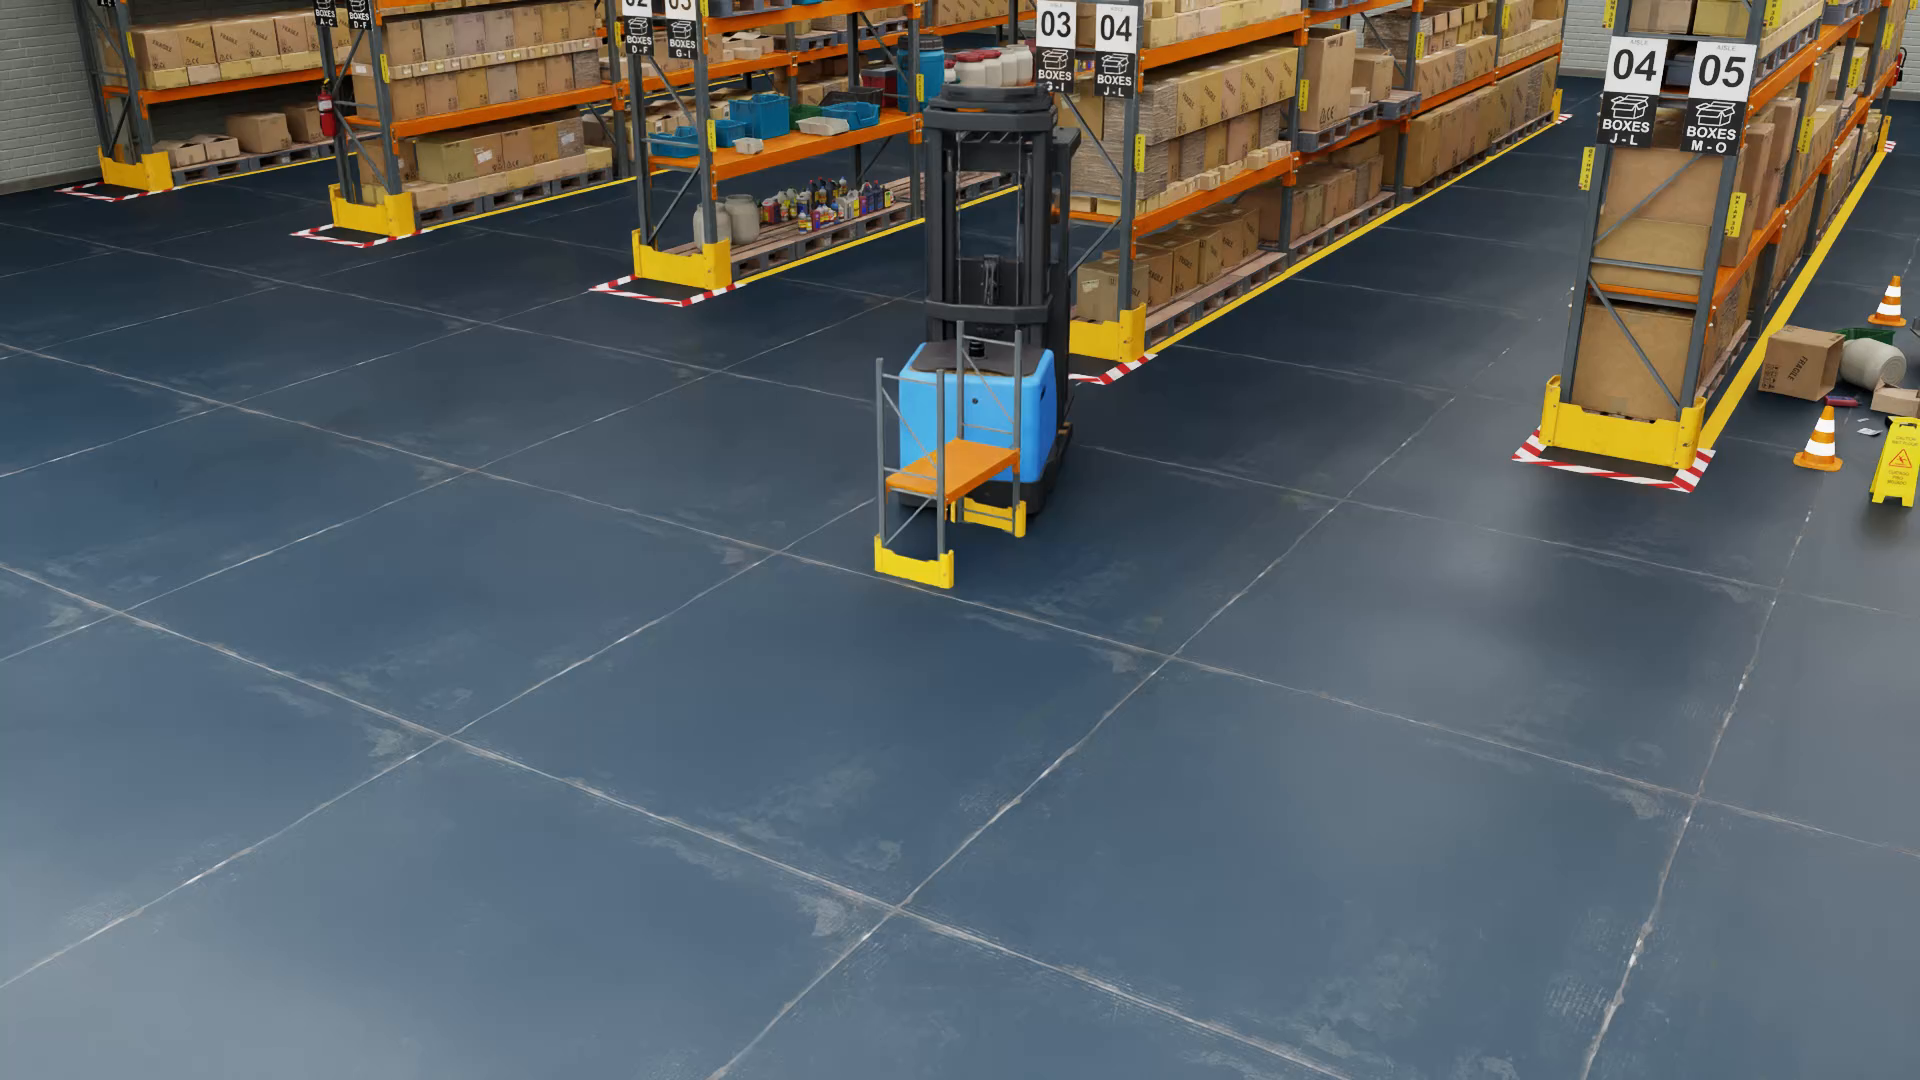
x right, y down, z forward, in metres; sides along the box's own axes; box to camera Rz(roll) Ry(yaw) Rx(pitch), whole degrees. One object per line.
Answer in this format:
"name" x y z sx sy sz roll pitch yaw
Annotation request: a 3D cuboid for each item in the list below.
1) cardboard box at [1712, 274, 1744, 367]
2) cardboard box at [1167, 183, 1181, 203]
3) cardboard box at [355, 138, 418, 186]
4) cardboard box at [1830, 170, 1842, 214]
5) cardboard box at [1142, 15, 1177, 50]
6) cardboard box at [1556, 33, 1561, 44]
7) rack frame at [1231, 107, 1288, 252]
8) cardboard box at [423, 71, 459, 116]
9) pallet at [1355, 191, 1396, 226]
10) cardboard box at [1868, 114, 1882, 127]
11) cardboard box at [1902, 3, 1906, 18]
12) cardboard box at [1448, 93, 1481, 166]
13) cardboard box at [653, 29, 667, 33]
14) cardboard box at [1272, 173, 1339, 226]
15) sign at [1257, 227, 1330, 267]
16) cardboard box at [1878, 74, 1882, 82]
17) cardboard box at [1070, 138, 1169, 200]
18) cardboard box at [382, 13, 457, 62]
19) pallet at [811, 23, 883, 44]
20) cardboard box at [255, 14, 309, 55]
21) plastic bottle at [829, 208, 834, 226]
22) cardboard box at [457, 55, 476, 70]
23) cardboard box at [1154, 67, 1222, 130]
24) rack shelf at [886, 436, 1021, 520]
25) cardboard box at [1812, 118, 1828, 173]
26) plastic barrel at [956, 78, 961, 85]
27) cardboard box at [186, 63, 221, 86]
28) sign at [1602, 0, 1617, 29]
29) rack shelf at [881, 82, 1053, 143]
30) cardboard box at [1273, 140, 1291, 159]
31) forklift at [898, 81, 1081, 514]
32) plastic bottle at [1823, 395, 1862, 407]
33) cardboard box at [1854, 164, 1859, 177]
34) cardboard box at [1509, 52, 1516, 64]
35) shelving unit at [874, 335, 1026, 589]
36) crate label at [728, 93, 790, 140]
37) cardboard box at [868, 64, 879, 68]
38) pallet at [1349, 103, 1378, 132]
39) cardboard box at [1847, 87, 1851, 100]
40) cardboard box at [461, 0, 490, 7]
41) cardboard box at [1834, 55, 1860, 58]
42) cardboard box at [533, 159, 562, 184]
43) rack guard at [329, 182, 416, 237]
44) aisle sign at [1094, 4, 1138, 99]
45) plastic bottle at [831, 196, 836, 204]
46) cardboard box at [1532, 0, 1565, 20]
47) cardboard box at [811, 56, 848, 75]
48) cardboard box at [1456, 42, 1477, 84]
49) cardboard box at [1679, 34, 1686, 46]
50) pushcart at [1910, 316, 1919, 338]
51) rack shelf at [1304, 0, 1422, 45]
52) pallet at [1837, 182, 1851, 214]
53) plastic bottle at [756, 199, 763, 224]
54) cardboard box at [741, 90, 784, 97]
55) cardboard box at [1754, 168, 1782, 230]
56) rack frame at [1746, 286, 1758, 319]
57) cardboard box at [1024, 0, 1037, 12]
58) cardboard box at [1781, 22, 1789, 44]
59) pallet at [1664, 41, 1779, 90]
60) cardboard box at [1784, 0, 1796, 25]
"cardboard box" 6.551 -2.173 15.139 0.875 0.875 0.875 14 27 29
"cardboard box" 1.904 -3.362 16.058 0.380 0.149 0.250 14 27 29
"cardboard box" -7.240 -4.777 20.997 0.500 0.500 0.500 14 27 29
"cardboard box" 10.643 -4.383 20.717 0.500 0.500 0.500 13 27 28
"cardboard box" 1.618 -4.597 15.007 0.500 0.250 0.500 15 27 30
"cardboard box" 9.676 -8.277 27.410 0.380 0.149 0.250 14 27 30
"rack frame" 3.257 -4.531 18.440 0.949 2.616 0.053 14 27 29
"cardboard box" -6.740 -5.637 20.871 0.700 0.500 0.500 15 27 30
"pallet" 4.950 -4.338 21.505 1.003 0.211 1.213 14 27 29
"cardboard box" 13.470 -6.247 24.715 0.380 0.149 0.250 13 27 28
"cardboard box" 13.447 -7.772 24.167 0.500 0.500 0.500 13 27 27
"cardboard box" 6.683 -5.927 23.811 1.225 0.875 0.875 13 27 27
"cardboard box" -5.383 -9.305 31.646 0.750 0.750 0.750 14 27 30
"cardboard box" 4.158 -4.135 20.118 0.700 0.500 0.500 11 26 24
"sign" 3.730 -7.040 22.274 4.953 4.558 7.829 14 27 29
"cardboard box" 12.715 -6.524 23.361 0.380 0.149 0.250 15 28 31
"cardboard box" 1.457 -3.543 15.659 0.875 0.500 0.500 14 27 29
"cardboard box" -6.712 -6.251 20.655 0.700 0.500 0.500 13 27 28
"pallet" -2.028 -8.528 27.915 1.003 0.211 1.213 14 27 29
"cardboard box" -9.890 -7.368 24.214 0.500 0.500 0.500 13 27 27
"plastic bottle" -1.557 -3.866 19.874 0.097 0.201 0.097 0 23 0
"cardboard box" -6.337 -6.038 20.980 0.380 0.149 0.250 13 27 27
"cardboard box" 2.198 -4.287 16.119 0.500 0.500 0.500 14 27 29
"rack shelf" -0.060 -0.434 11.318 0.538 0.185 1.000 13 27 28
"cardboard box" 8.720 -4.135 17.400 0.500 0.500 0.500 14 27 30
"plastic barrel" -0.125 -5.920 21.824 0.301 0.262 0.301 0 23 0
"cardboard box" -10.692 -6.512 23.180 0.500 0.250 0.500 13 27 27
"sign" 4.851 -3.973 12.360 0.100 0.325 0.005 14 27 29
"rack shelf" 0.101 -5.914 22.541 1.077 0.370 4.000 14 27 29
"cardboard box" 3.390 -4.282 18.181 0.380 0.149 0.250 14 27 29
"forklift" 0.322 -2.088 12.884 1.130 2.935 3.031 4 24 10
"plastic bottle" 7.674 -1.203 14.453 0.283 0.061 0.133 5 24 11
"cardboard box" 12.099 -5.098 22.810 0.380 0.149 0.250 13 26 27
"cardboard box" 8.189 -7.324 25.208 0.380 0.149 0.250 15 28 31
"shelving unit" -0.055 -0.603 11.254 0.587 1.500 1.083 13 27 28
"crate label" -2.323 -4.913 19.279 0.502 0.435 0.616 14 27 29
"cardboard box" -1.674 -8.069 29.206 0.500 0.500 0.500 14 27 30
"pallet" 4.355 -5.117 20.035 1.003 0.211 1.213 14 27 29
"cardboard box" 10.768 -5.529 20.535 0.380 0.149 0.250 13 27 27
"cardboard box" -8.138 -8.657 27.293 0.700 0.500 0.500 14 27 29
"cardboard box" 11.039 -5.983 20.834 0.380 0.149 0.250 13 27 27
"cardboard box" -5.742 -4.999 22.453 0.500 0.250 0.500 14 27 29
"rack guard" -7.283 -4.103 20.599 1.175 0.500 0.348 14 27 29
"aisle sign" 1.366 -4.290 14.613 0.394 0.787 0.004 14 27 29
"plastic bottle" -1.500 -4.041 20.174 0.061 0.283 0.133 14 27 29
"cardboard box" 9.550 -8.774 27.112 0.500 0.500 0.500 14 27 30
"cardboard box" -2.194 -8.088 28.307 0.500 0.250 0.500 13 27 28
"cardboard box" 6.923 -6.719 23.369 0.500 0.500 0.500 14 27 28
"cardboard box" 5.460 -3.962 13.014 0.380 0.149 0.250 14 27 30
"pushcart" 9.710 -1.712 15.230 1.648 0.377 0.936 5 24 11
"rack shelf" 4.309 -6.253 19.548 1.077 0.370 4.000 14 27 29
"pallet" 11.225 -4.615 22.145 1.003 0.211 1.213 14 27 29
"plastic bottle" -2.421 -3.929 19.917 0.061 0.283 0.133 15 27 30
"cardboard box" -3.117 -6.918 26.182 0.500 0.311 0.500 15 27 30
"cardboard box" 6.959 -3.209 15.199 0.875 0.550 0.550 14 27 29
"rack frame" 7.412 -3.458 15.963 0.949 2.616 0.053 14 27 29
"cardboard box" 1.165 -10.496 32.095 0.500 0.500 0.500 15 27 31
"cardboard box" 6.290 -3.997 13.093 0.380 0.149 0.250 14 27 29
"pallet" 5.687 -3.696 12.848 1.003 0.211 1.213 14 27 29
"cardboard box" 6.309 -4.242 13.157 0.500 0.250 0.500 14 27 29
